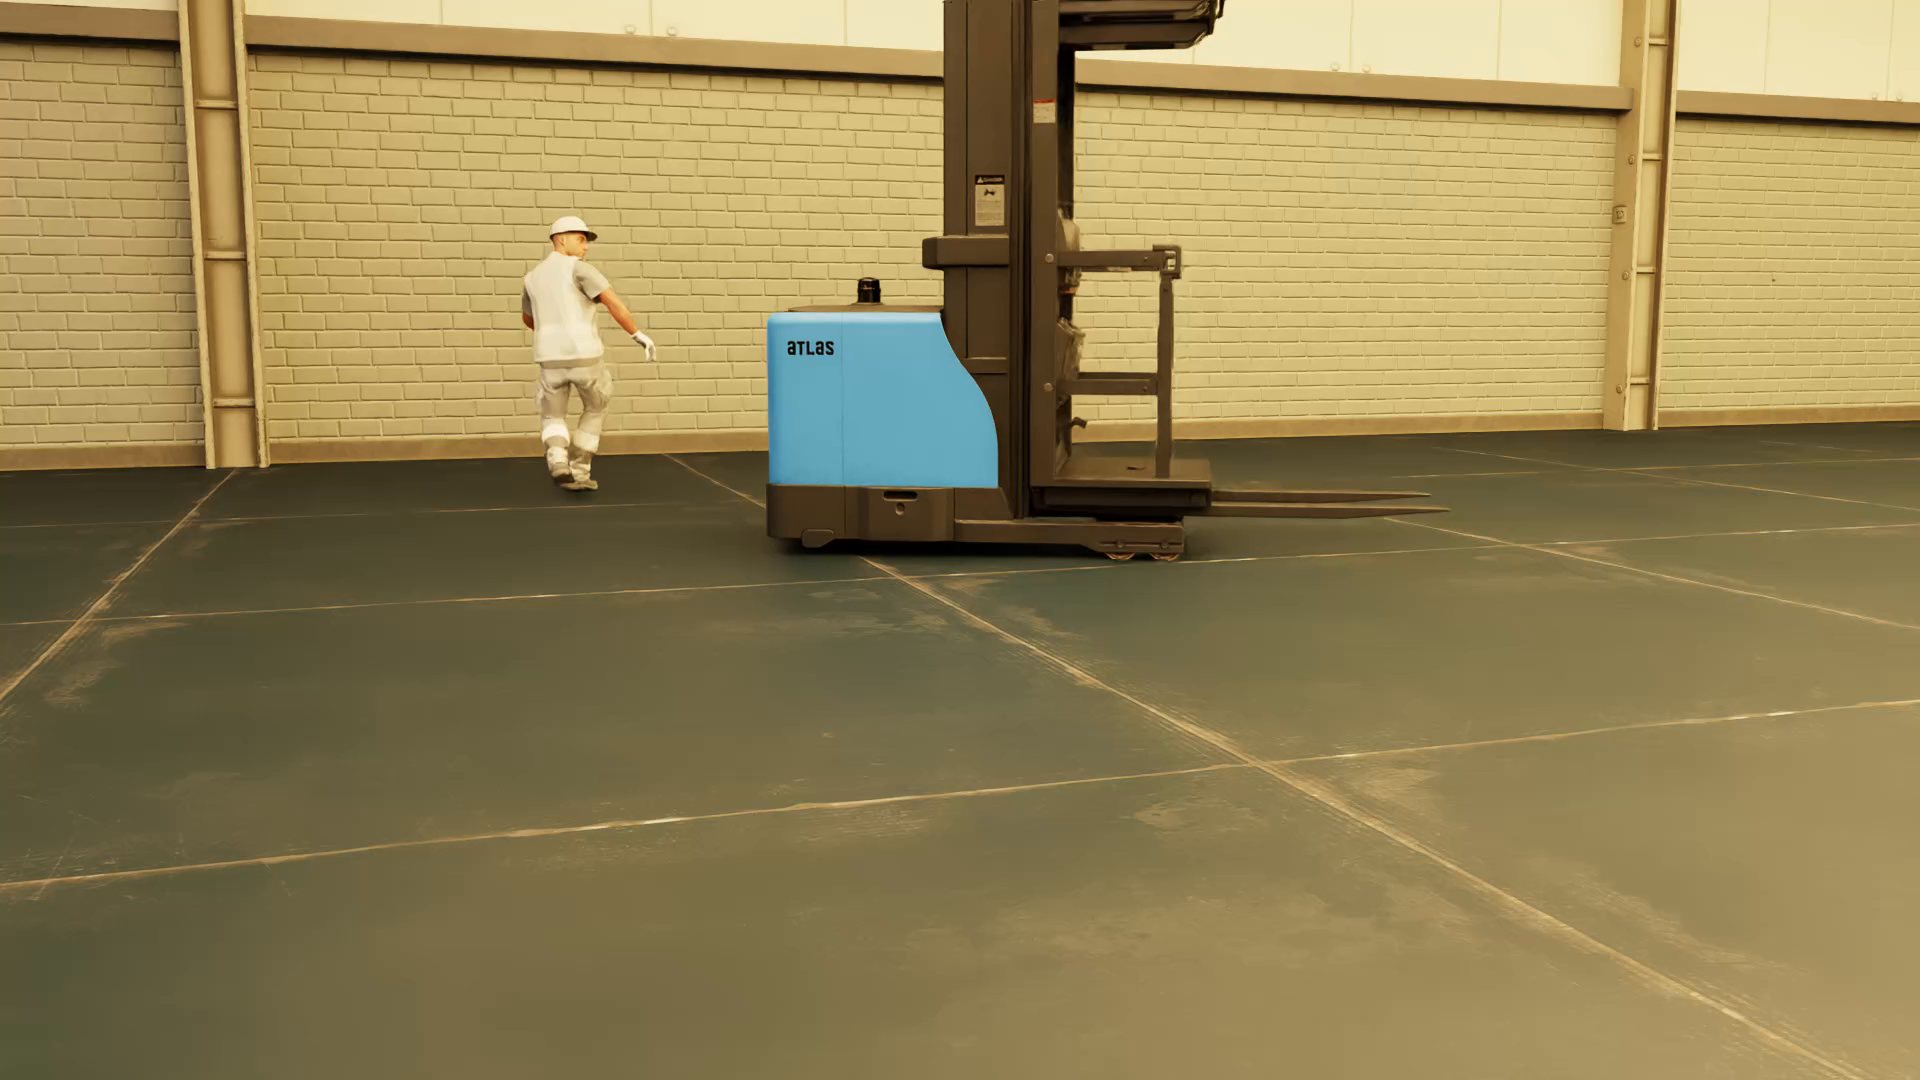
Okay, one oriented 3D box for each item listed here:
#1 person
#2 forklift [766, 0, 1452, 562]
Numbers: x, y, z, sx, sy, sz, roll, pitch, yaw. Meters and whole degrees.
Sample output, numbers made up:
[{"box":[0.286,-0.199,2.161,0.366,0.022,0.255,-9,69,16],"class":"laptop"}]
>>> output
[{"box":[-2.215,-1.104,9.957,0.895,1.644,0.852,1,8,10],"class":"person"},{"box":[0.683,-1.434,7.589,3.031,2.935,1.130,1,8,8],"class":"forklift"}]
